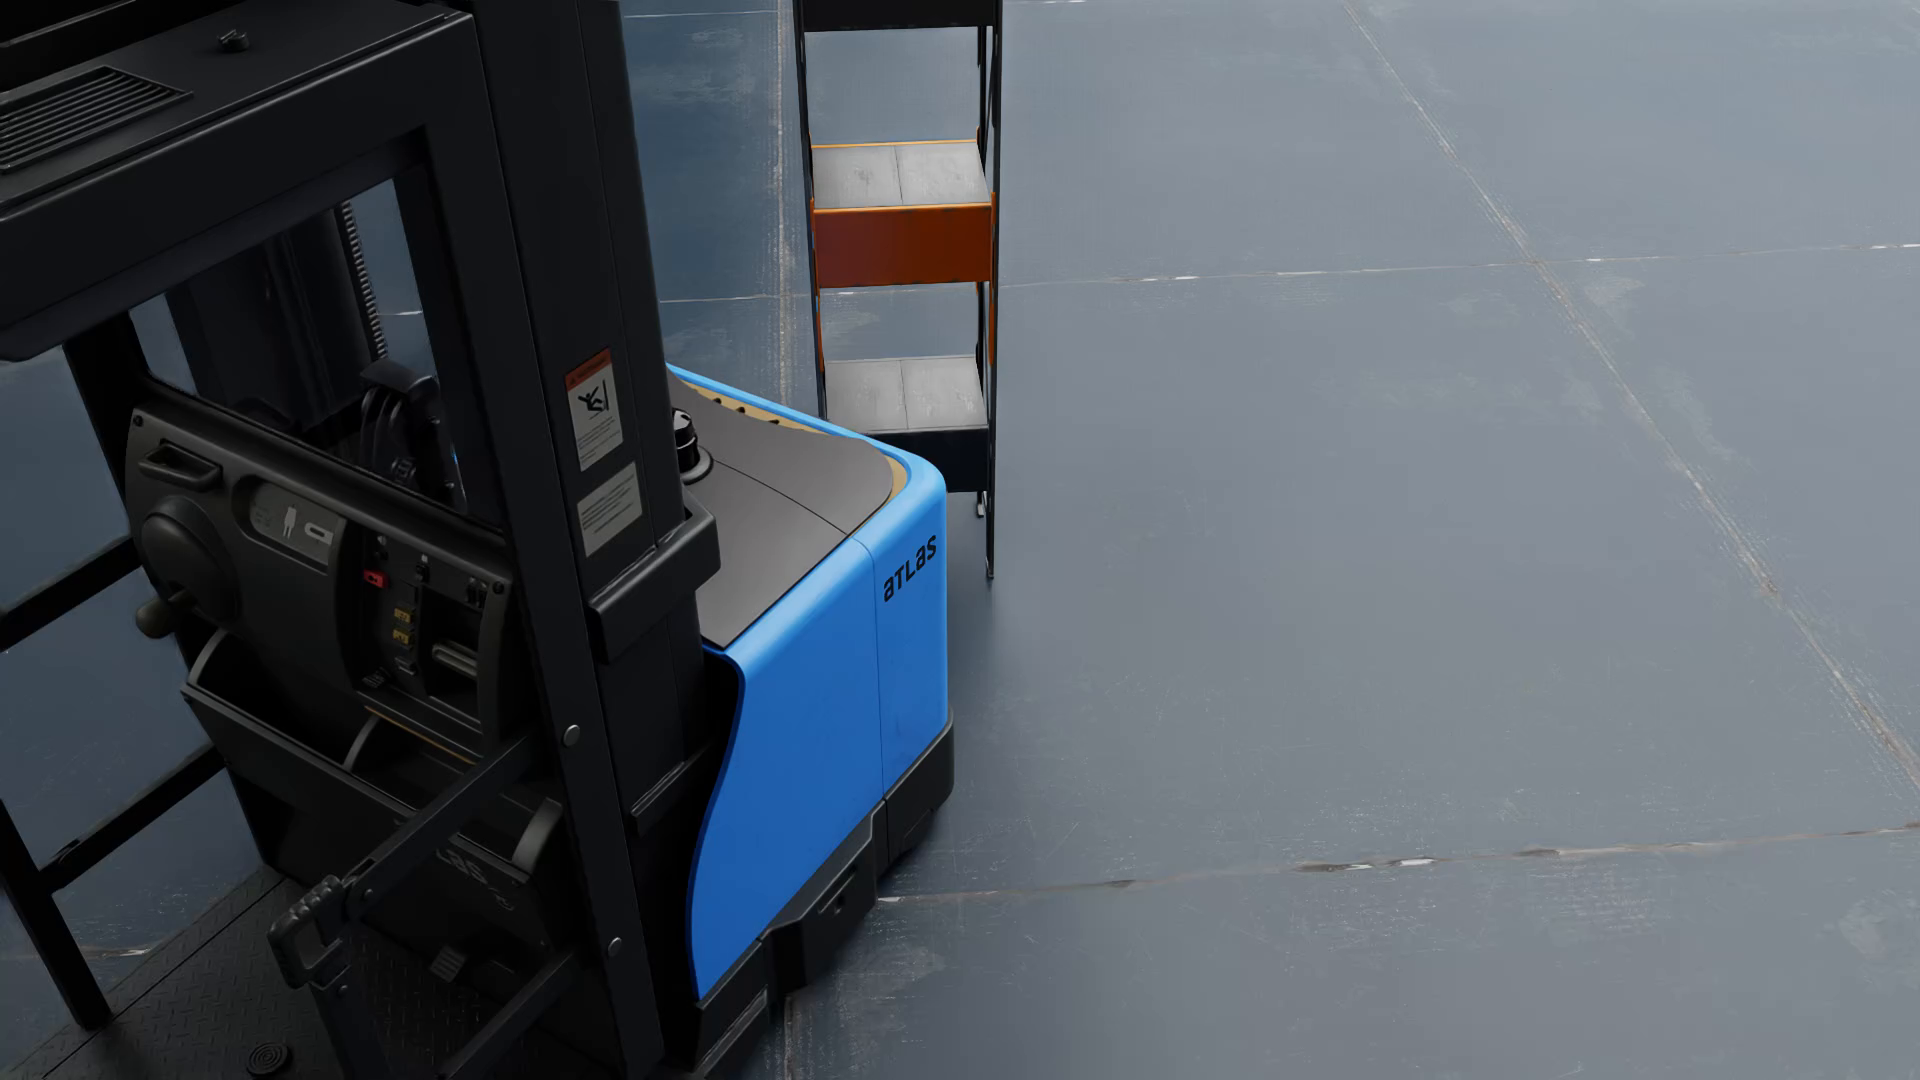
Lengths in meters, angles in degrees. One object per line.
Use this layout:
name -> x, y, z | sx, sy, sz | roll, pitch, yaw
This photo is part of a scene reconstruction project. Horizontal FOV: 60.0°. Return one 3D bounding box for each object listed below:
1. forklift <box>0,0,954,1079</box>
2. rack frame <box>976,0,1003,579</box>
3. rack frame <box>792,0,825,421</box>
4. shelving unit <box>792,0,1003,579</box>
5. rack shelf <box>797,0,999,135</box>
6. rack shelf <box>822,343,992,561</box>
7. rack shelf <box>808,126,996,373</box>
forklift -> -1.224, 0.138, 2.709 | 1.130, 2.935, 3.031 | 21, 43, 25
rack frame -> 0.078, -0.829, 4.605 | 0.015, 2.100, 0.400 | -3, 38, -4
rack frame -> -0.408, -0.802, 4.571 | 0.015, 2.100, 0.400 | -3, 38, -4
shelving unit -> -0.165, -0.815, 4.588 | 0.503, 2.100, 0.431 | -3, 38, -4
rack shelf -> -0.165, -1.354, 4.163 | 0.480, 0.518, 0.431 | -3, 38, -4
rack shelf -> -0.165, -0.255, 5.030 | 0.480, 0.518, 0.431 | -3, 38, -4
rack shelf -> -0.165, -0.805, 4.597 | 0.480, 0.518, 0.431 | -3, 38, -4
